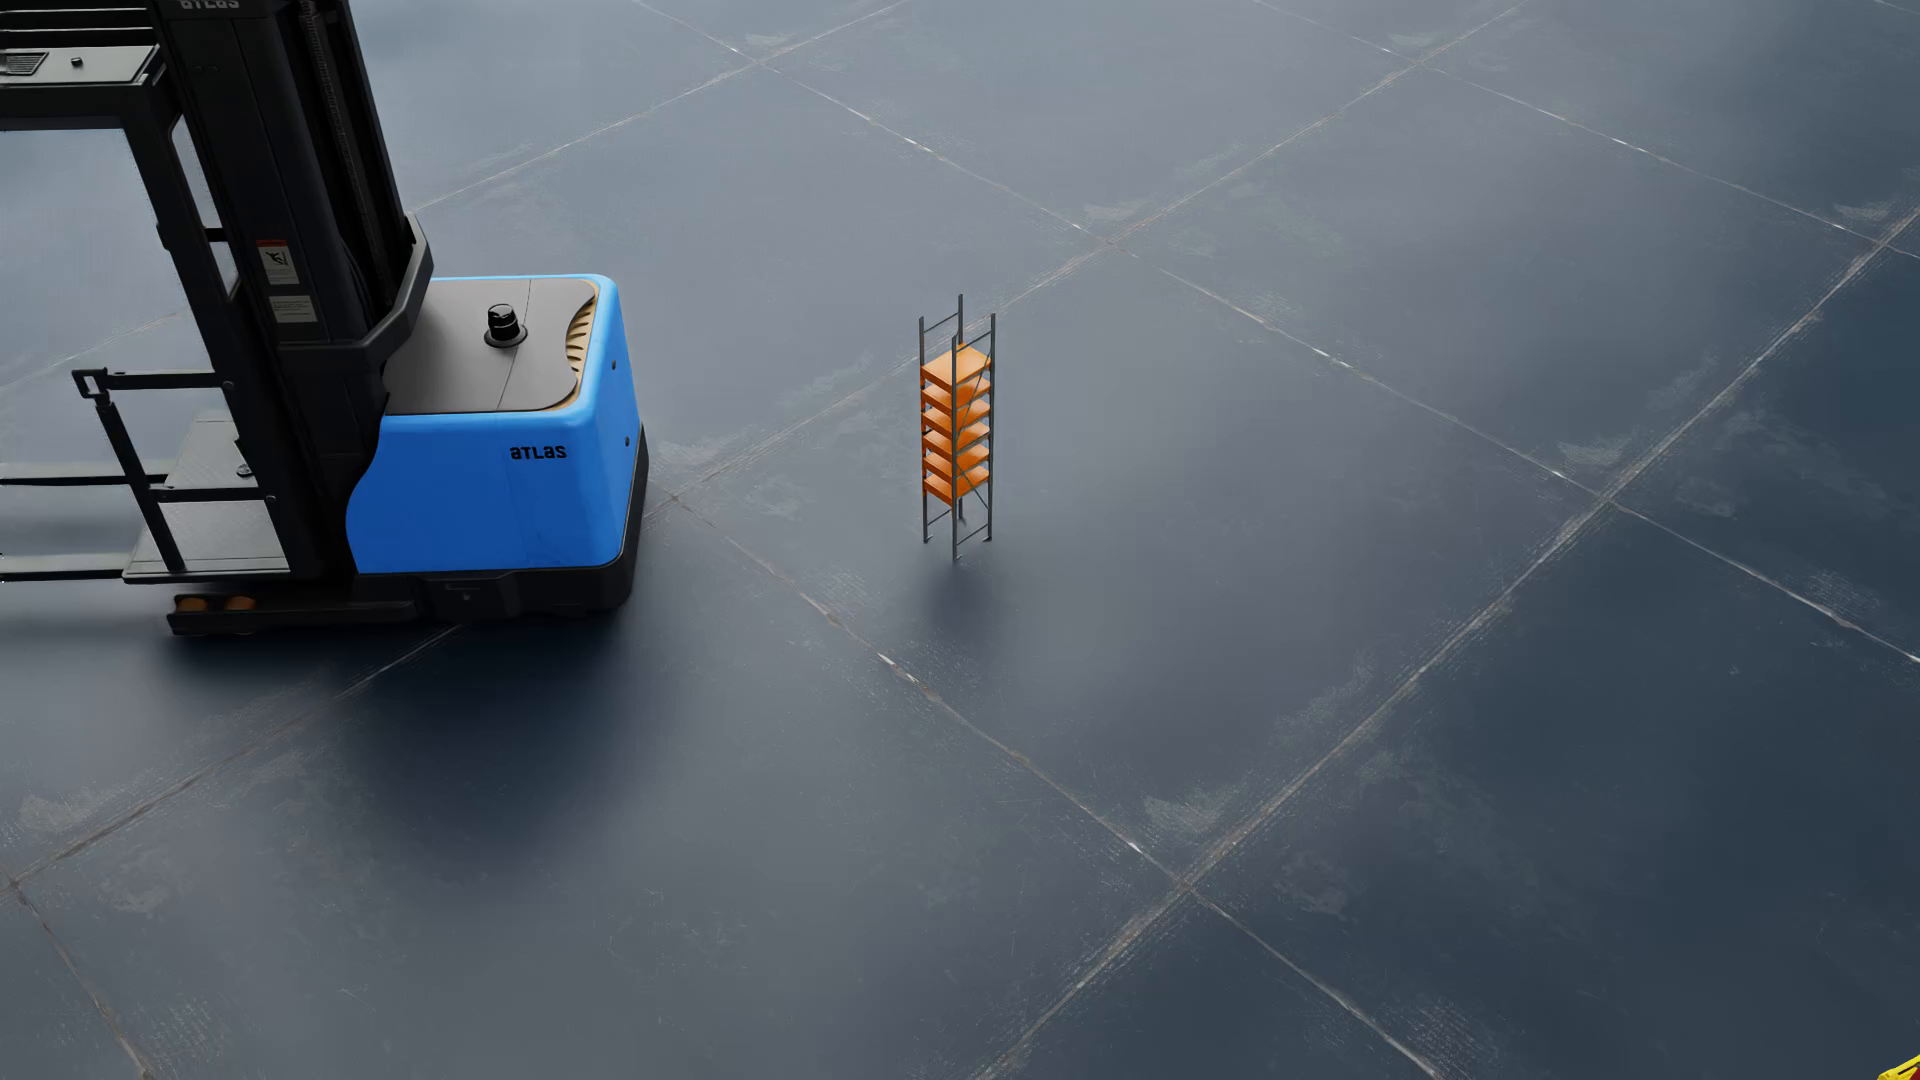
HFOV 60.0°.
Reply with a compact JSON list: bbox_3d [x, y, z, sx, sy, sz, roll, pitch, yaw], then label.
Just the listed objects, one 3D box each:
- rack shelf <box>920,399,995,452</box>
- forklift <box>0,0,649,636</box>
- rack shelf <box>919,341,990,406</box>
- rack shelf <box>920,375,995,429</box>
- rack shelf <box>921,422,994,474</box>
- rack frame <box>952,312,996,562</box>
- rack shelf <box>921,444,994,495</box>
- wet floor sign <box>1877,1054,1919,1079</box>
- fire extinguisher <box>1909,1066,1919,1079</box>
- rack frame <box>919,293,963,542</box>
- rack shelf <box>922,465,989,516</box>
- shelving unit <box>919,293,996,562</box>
[{"bbox_3d":[-0.010,-0.503,6.916,0.258,0.103,0.180,-34,53,-31],"label":"rack shelf"},{"bbox_3d":[-2.922,-1.043,6.337,3.031,2.935,1.130,-2,43,-2],"label":"forklift"},{"bbox_3d":[-0.010,-0.679,6.754,0.258,0.103,0.180,-34,53,-31],"label":"rack shelf"},{"bbox_3d":[-0.010,-0.591,6.835,0.258,0.103,0.180,-34,53,-31],"label":"rack shelf"},{"bbox_3d":[-0.010,-0.415,6.998,0.258,0.103,0.180,-34,53,-31],"label":"rack shelf"},{"bbox_3d":[0.054,-0.404,6.920,0.240,1.200,0.006,-34,53,-31],"label":"rack frame"},{"bbox_3d":[-0.010,-0.327,7.079,0.258,0.103,0.180,-34,53,-31],"label":"rack shelf"},{"bbox_3d":[2.751,1.733,5.016,0.267,0.644,0.232,-18,46,-18],"label":"wet floor sign"},{"bbox_3d":[2.373,1.225,3.888,0.296,0.674,0.183,-34,53,-31],"label":"fire extinguisher"},{"bbox_3d":[-0.075,-0.492,7.015,0.240,1.200,0.006,-34,53,-31],"label":"rack frame"},{"bbox_3d":[-0.010,-0.239,7.161,0.258,0.103,0.180,-34,53,-31],"label":"rack shelf"},{"bbox_3d":[-0.010,-0.448,6.968,0.258,1.200,0.189,-34,53,-31],"label":"shelving unit"}]
